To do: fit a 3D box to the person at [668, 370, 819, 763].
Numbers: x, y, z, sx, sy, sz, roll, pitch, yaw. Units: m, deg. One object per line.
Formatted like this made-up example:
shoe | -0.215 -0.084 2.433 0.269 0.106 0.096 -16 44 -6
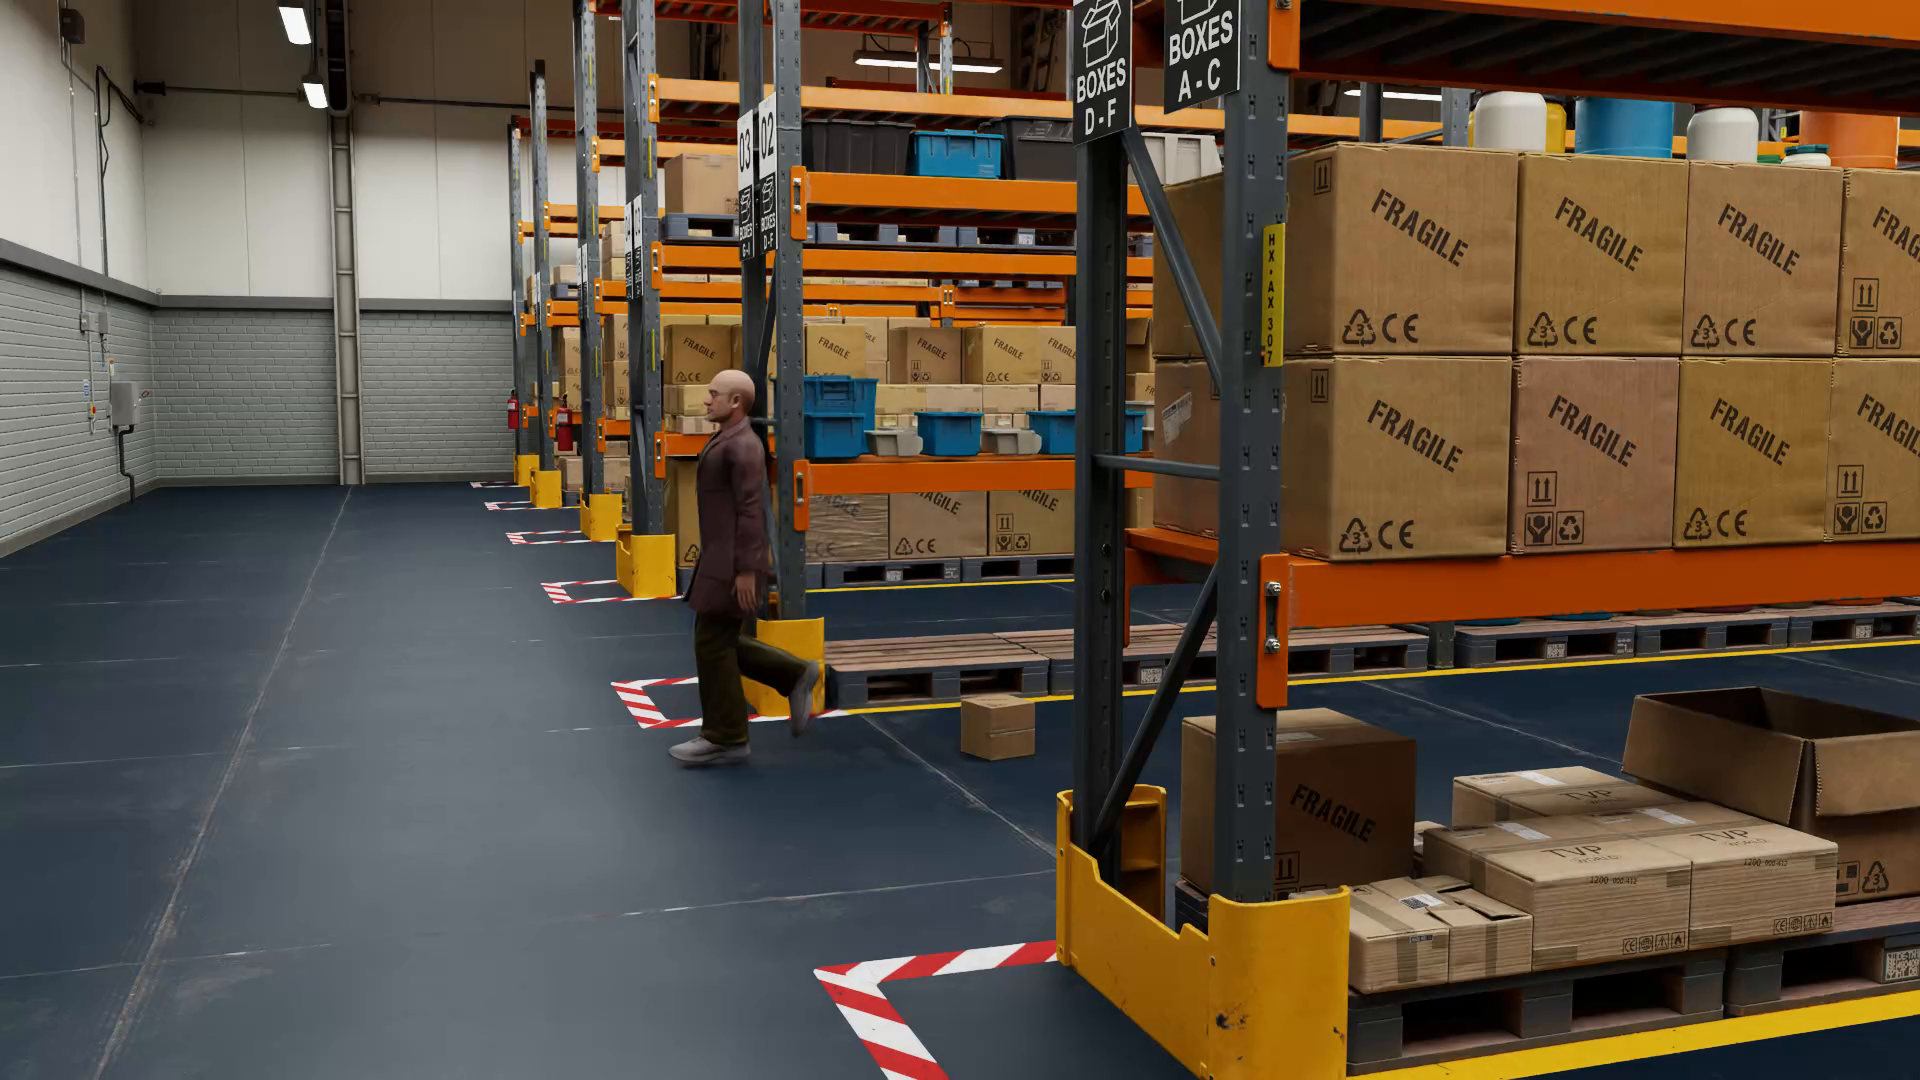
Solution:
person | -0.988 0.108 7.589 0.715 1.762 0.621 -1 6 -13
